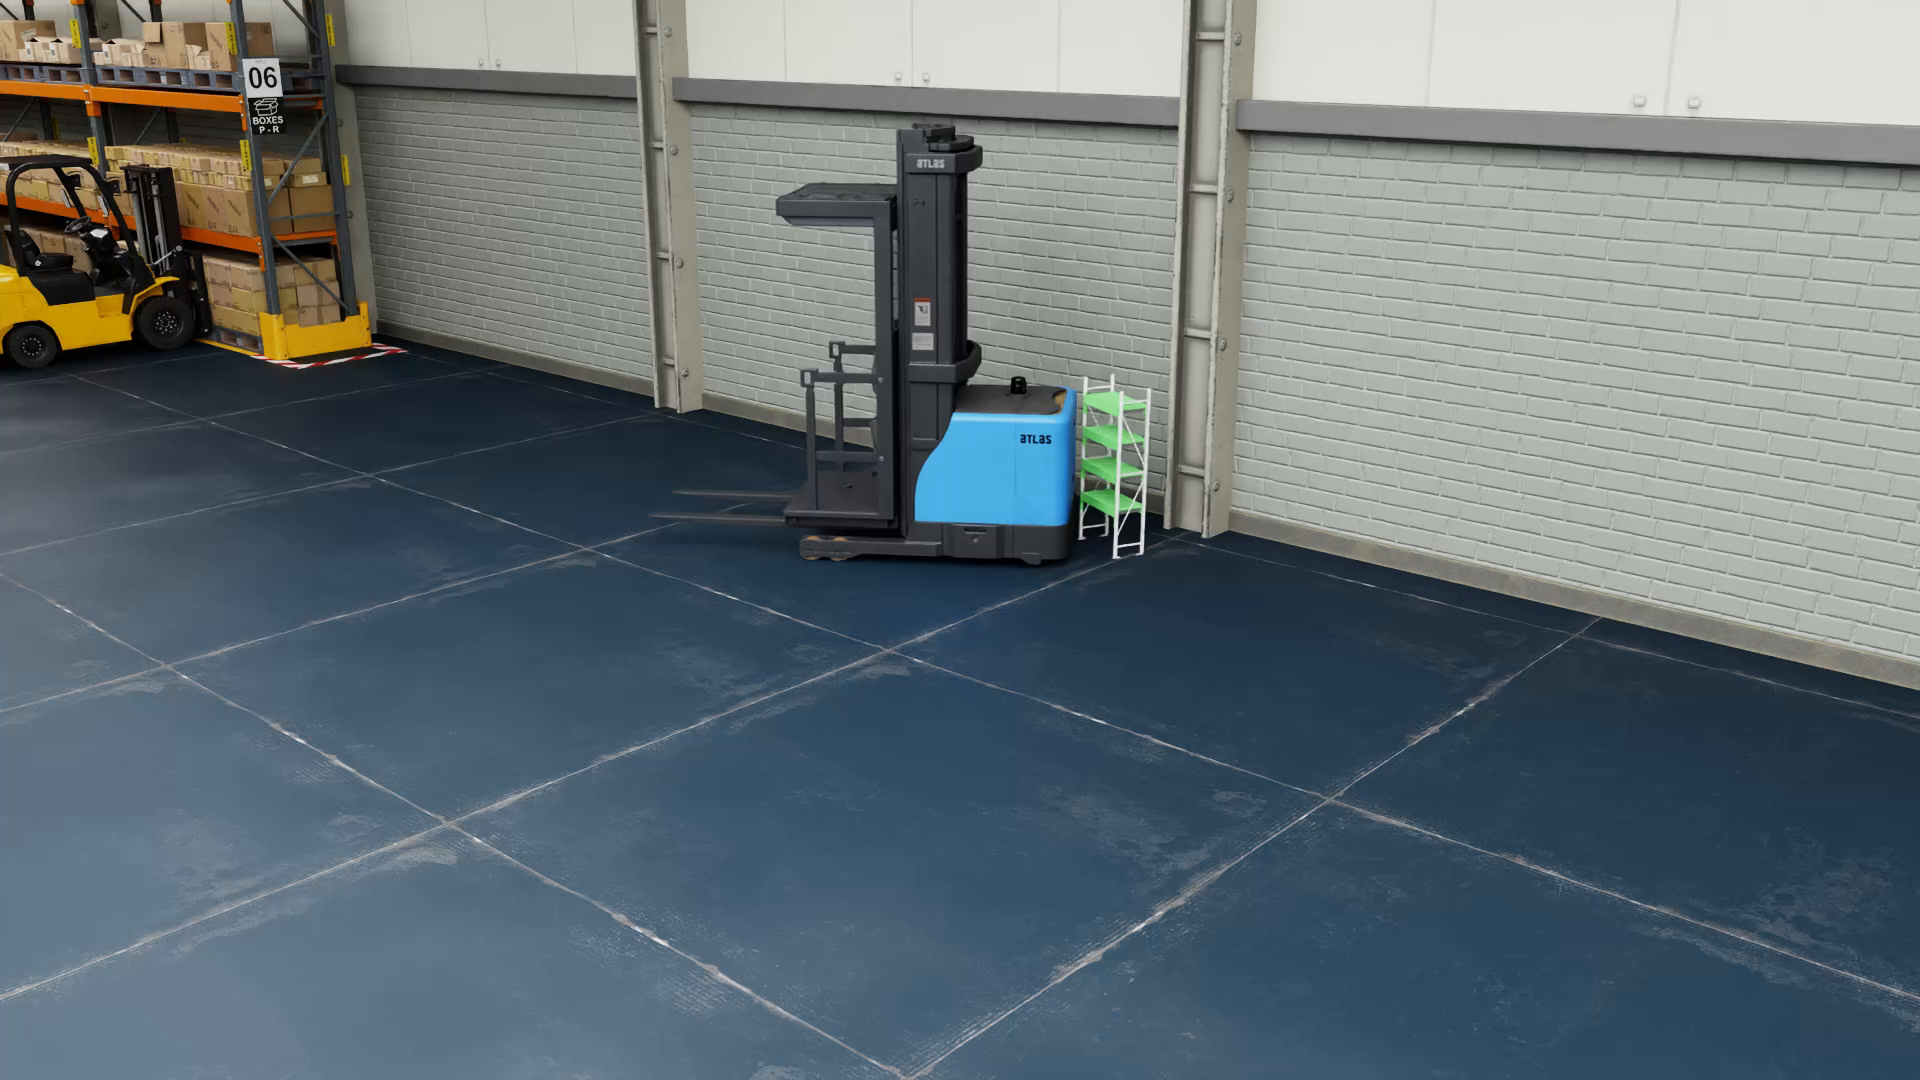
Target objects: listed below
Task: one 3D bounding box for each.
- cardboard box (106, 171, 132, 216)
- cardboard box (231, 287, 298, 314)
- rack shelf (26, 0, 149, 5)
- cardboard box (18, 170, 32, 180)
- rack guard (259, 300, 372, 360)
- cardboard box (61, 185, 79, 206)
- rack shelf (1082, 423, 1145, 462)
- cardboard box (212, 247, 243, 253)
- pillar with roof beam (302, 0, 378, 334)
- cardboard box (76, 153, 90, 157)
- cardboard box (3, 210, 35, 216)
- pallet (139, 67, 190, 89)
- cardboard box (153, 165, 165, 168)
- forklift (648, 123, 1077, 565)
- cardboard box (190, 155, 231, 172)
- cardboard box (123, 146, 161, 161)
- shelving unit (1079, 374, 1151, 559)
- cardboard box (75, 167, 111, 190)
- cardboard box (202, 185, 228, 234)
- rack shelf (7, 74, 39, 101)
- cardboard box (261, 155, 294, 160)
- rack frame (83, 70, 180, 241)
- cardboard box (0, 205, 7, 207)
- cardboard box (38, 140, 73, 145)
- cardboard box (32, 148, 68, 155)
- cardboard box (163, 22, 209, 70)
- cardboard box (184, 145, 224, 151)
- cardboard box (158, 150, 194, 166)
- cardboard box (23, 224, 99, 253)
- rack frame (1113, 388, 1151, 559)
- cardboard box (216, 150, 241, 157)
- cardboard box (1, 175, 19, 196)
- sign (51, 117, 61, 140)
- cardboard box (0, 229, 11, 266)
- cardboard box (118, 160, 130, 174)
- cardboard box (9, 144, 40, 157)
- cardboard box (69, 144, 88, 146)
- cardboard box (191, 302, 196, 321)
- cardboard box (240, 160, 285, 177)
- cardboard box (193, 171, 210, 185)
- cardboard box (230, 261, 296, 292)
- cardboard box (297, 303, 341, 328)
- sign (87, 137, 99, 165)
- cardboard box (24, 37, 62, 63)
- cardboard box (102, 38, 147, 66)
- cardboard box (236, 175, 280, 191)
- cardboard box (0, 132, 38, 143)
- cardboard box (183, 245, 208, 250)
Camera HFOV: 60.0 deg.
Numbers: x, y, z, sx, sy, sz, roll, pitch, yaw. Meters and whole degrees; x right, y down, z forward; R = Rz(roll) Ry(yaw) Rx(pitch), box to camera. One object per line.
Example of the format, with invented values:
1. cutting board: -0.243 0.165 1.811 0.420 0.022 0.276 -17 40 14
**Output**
1. cardboard box: -10.124 -4.284 20.487 0.500 0.500 0.500 14 22 38
2. cardboard box: -7.862 -2.736 18.800 0.500 0.250 0.500 15 23 39
3. rack shelf: -11.778 -7.112 21.496 4.000 0.370 1.077 15 23 39
4. cardboard box: -12.351 -5.000 22.330 0.500 0.250 0.500 14 23 38
5. rack guard: -7.273 -2.385 18.801 0.348 0.500 1.175 15 23 39
6. cardboard box: -11.213 -4.455 21.438 0.500 0.250 0.500 15 23 39
7. rack shelf: 1.091 -0.693 11.718 0.258 0.148 0.480 -8 20 -25
8. cardboard box: -8.646 -3.394 20.045 0.500 0.250 0.500 14 23 38
9. pillar with roof beam: -10.071 -5.811 15.545 0.400 9.000 9.100 15 23 39
10. cardboard box: -11.039 -4.869 21.256 0.250 0.149 0.380 15 23 39
11. cardboard box: -13.878 -4.772 24.556 0.250 0.149 0.380 15 23 40
12. pallet: -8.719 -5.362 19.235 1.213 0.211 1.003 15 23 39
13. cardboard box: -9.280 -4.354 19.636 0.250 0.149 0.380 14 22 38
14. forklift: -0.699 -1.402 11.685 3.031 2.935 1.130 2 18 7
15. cardboard box: -8.523 -4.287 18.933 0.250 0.149 0.380 16 23 41
16. cardboard box: -9.974 -4.724 20.309 0.250 0.149 0.380 15 23 40
17. shelving unit: 1.089 -0.525 11.772 0.258 1.200 0.503 -8 20 -25
18. cardboard box: -10.819 -4.592 21.044 0.500 0.250 0.500 14 23 38
19. cardboard box: -8.215 -3.775 18.882 0.500 0.500 0.500 16 24 41
20. rack shelf: -14.770 -6.676 24.420 4.000 0.370 1.077 15 23 39
21. cardboard box: -7.780 -4.306 18.991 0.250 0.149 0.380 16 23 40
22. rack frame: -10.283 -4.385 20.969 0.127 3.000 1.000 15 23 39
23. cardboard box: -14.634 -4.992 25.249 0.250 0.149 0.380 14 22 37
24. cardboard box: -12.627 -5.498 23.239 0.250 0.149 0.380 16 23 41
25. cardboard box: -11.910 -5.045 21.813 0.250 0.149 0.380 14 23 38
26. cardboard box: -8.483 -5.569 18.716 0.500 0.500 0.700 15 23 40
27. cardboard box: -9.247 -4.742 20.364 0.250 0.149 0.380 14 23 38
28. cardboard box: -9.225 -4.511 19.639 0.250 0.149 0.380 15 23 39
29. cardboard box: -12.323 -3.998 22.983 0.625 0.625 0.875 16 24 41
30. rack frame: 1.195 -0.457 11.564 0.240 1.200 0.015 -8 20 -25
31. cardboard box: -8.538 -4.513 19.644 0.250 0.149 0.380 15 23 40
32. cardboard box: -12.732 -4.870 22.746 0.500 0.250 0.500 14 23 38
33. sign: -12.908 -5.866 23.722 0.005 0.325 0.100 15 23 39
34. cardboard box: -13.733 -4.233 23.928 0.500 0.500 0.500 16 24 41
35. cardboard box: -10.024 -4.566 20.304 0.250 0.149 0.380 16 23 41
36. cardboard box: -12.618 -5.265 22.506 0.250 0.149 0.380 15 23 40
37. cardboard box: -11.858 -5.297 22.607 0.250 0.149 0.380 15 23 38
38. cardboard box: -8.989 -2.798 19.820 0.500 0.250 0.500 16 24 41
39. cardboard box: -7.699 -4.104 18.356 0.250 0.149 0.380 15 23 39
40. cardboard box: -8.509 -4.150 18.993 0.250 0.149 0.380 14 22 38
41. cardboard box: -7.842 -2.970 18.708 0.500 0.250 0.500 16 24 41
42. cardboard box: -7.528 -2.614 19.241 0.500 0.250 0.500 15 23 39
43. sign: -10.635 -4.774 20.413 0.005 0.325 0.100 15 23 39
44. cardboard box: -11.560 -6.264 21.220 0.500 0.311 0.500 14 22 37
45. cardboard box: -9.822 -5.798 19.750 0.500 0.311 0.500 16 23 40
46. cardboard box: -7.736 -3.945 18.345 0.250 0.149 0.380 15 23 40
47. cardboard box: -13.556 -5.574 23.858 0.500 0.500 0.500 16 24 42
48. cardboard box: -9.373 -3.380 20.003 0.500 0.250 0.500 16 24 41
